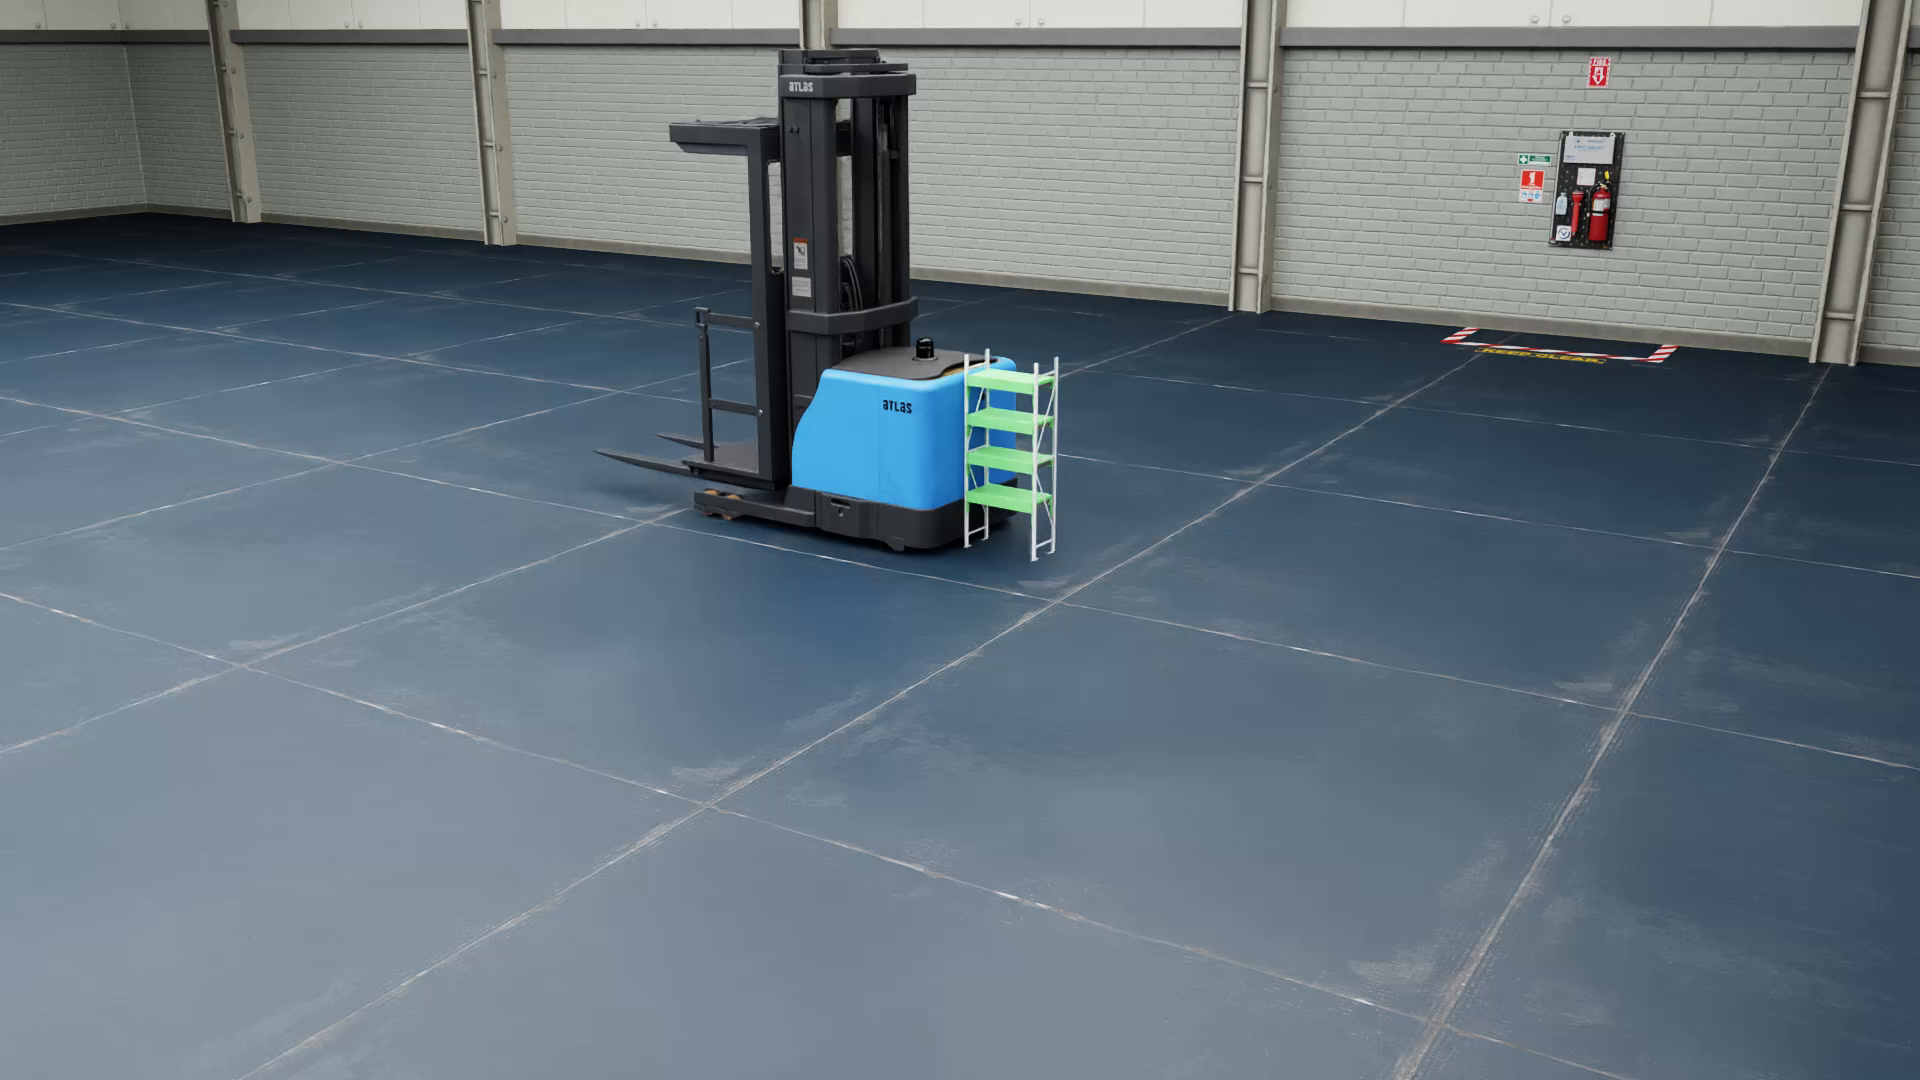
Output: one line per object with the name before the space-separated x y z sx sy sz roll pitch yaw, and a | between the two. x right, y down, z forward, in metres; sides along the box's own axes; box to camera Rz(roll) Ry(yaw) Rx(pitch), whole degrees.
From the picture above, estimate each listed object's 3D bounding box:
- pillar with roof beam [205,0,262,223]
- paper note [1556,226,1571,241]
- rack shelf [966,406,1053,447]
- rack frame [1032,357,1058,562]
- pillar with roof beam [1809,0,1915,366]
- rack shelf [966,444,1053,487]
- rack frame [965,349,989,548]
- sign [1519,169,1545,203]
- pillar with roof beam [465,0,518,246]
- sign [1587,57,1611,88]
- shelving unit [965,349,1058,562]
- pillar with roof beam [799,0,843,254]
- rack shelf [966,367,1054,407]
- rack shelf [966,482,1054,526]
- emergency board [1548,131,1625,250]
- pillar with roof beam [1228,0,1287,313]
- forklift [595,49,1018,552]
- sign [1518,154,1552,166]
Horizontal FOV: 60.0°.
pillar with roof beam | -14.274 -8.612 23.250 0.400 9.000 9.100 10 20 30
paper note | 6.229 -3.165 17.155 0.142 0.148 0.016 10 20 30
rack shelf | 0.304 -0.682 9.956 0.480 0.148 0.258 11 20 33
rack frame | 0.505 -0.473 9.875 0.015 1.200 0.240 11 20 33
pillar with roof beam | 6.176 -4.961 11.232 0.400 9.000 9.100 10 20 30
rack shelf | 0.304 -0.452 10.026 0.480 0.148 0.258 11 20 33
rack frame | 0.103 -0.554 10.140 0.015 1.200 0.240 11 20 33
sign | 5.926 -3.669 17.238 0.234 0.329 0.001 10 20 30
pillar with roof beam | -9.162 -7.699 20.245 0.400 9.000 9.100 10 20 30
sign | 6.389 -4.677 16.630 0.199 0.298 0.001 10 20 30
shelving unit | 0.304 -0.514 10.007 0.503 1.200 0.258 11 20 33
pillar with roof beam | -4.049 -6.787 17.241 0.400 9.000 9.100 10 20 30
rack shelf | 0.304 -0.912 9.887 0.480 0.148 0.258 11 20 33
rack shelf | 0.304 -0.223 10.096 0.480 0.148 0.258 11 20 33
emergency board | 6.344 -3.542 16.882 0.643 1.169 0.194 10 20 30
pillar with roof beam | 1.064 -5.874 14.236 0.400 9.000 9.100 10 20 30
forklift | -1.133 -1.644 10.751 3.031 2.935 1.130 11 20 33
sign | 5.926 -3.920 17.151 0.331 0.109 0.001 10 20 30
